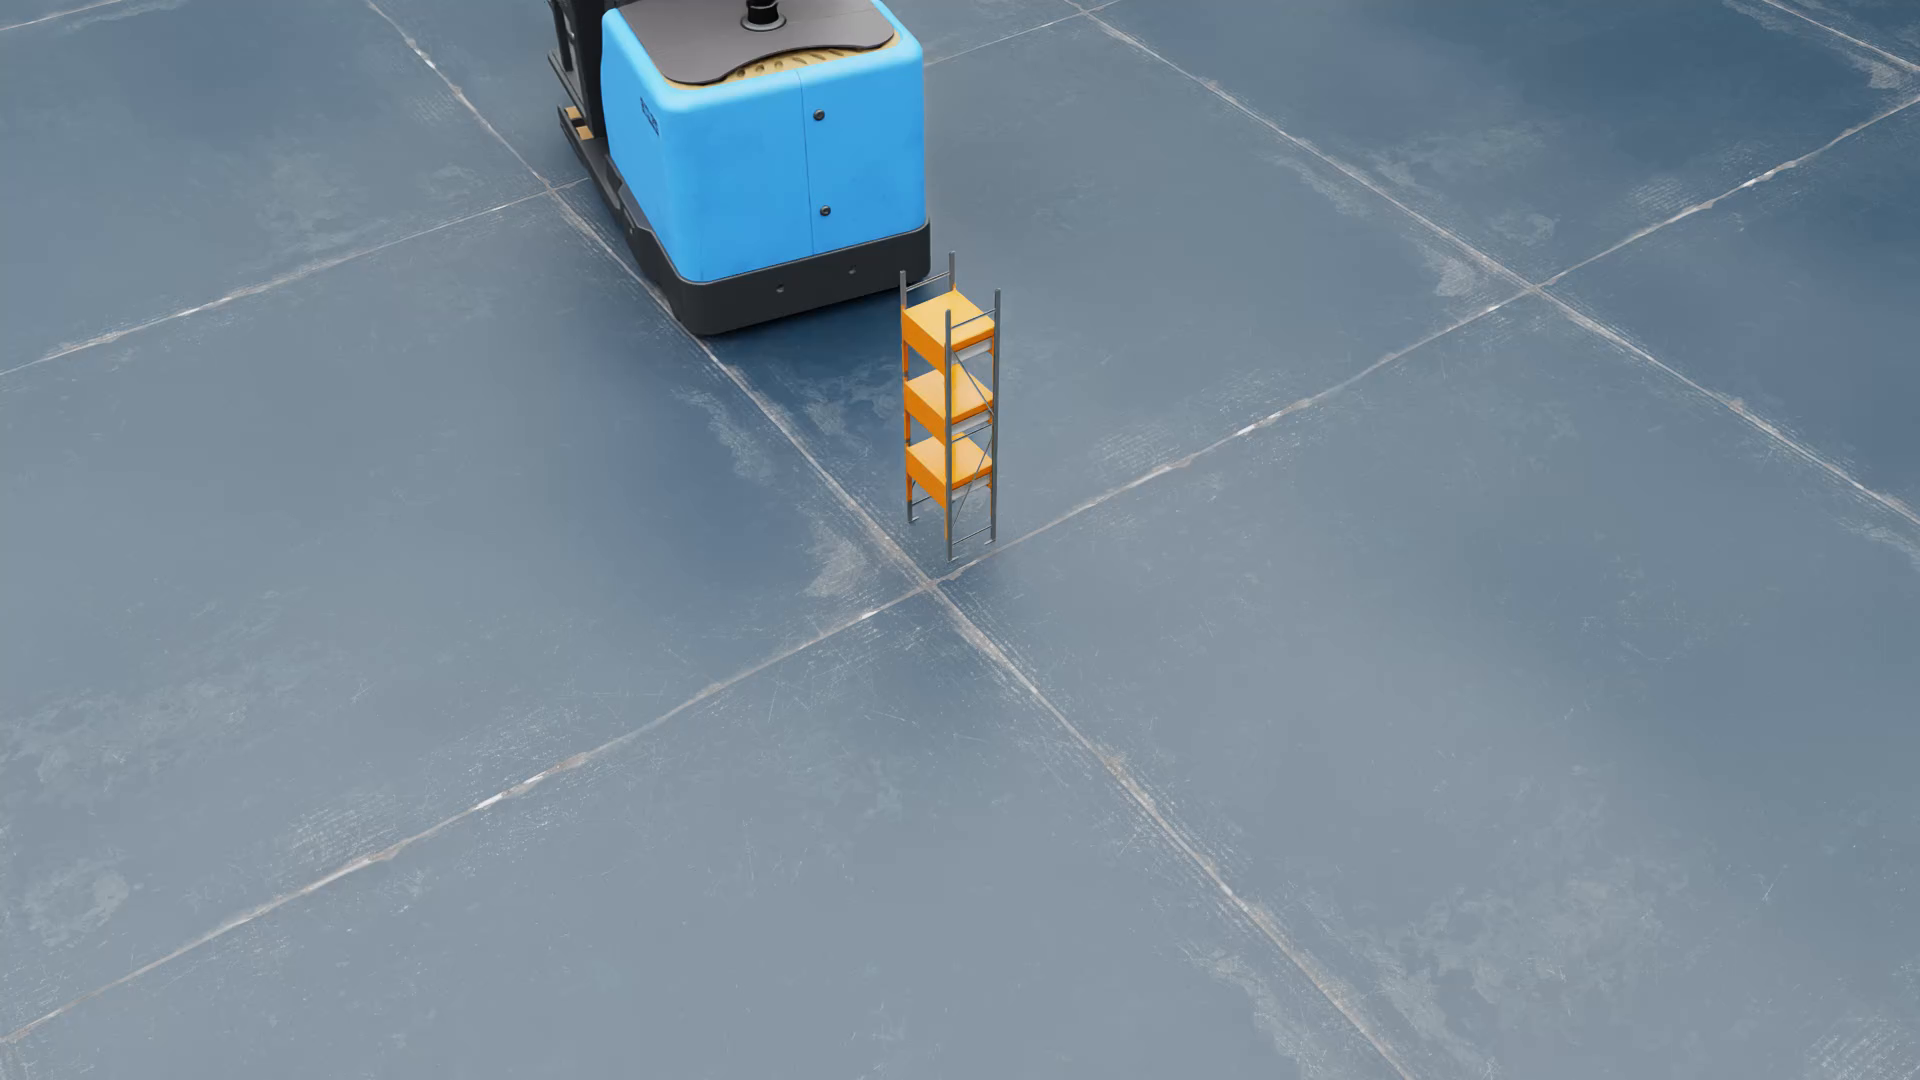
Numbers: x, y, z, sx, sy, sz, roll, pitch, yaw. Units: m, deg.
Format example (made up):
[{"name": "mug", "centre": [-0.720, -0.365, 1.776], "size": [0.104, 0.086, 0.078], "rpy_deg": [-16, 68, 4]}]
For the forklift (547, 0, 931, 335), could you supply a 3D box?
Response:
[{"name": "forklift", "centre": [-1.193, -2.883, 6.648], "size": [1.130, 2.935, 3.031], "rpy_deg": [-18, 46, -17]}]

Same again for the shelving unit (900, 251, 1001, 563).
[{"name": "shelving unit", "centre": [-0.031, -0.410, 5.419], "size": [0.215, 1.050, 0.252], "rpy_deg": [-26, 49, -24]}]

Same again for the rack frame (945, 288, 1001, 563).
[{"name": "rack frame", "centre": [0.039, -0.341, 5.347], "size": [0.200, 1.050, 0.008], "rpy_deg": [-26, 49, -24]}]

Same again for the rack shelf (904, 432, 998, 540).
[{"name": "rack shelf", "centre": [-0.031, -0.201, 5.618], "size": [0.215, 0.259, 0.240], "rpy_deg": [-26, 49, -24]}]

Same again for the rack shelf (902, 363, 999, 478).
[{"name": "rack shelf", "centre": [-0.031, -0.402, 5.427], "size": [0.215, 0.259, 0.240], "rpy_deg": [-26, 49, -24]}]

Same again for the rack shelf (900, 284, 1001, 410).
[{"name": "rack shelf", "centre": [-0.031, -0.608, 5.231], "size": [0.215, 0.259, 0.240], "rpy_deg": [-26, 49, -24]}]

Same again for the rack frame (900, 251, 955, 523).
[{"name": "rack frame", "centre": [-0.100, -0.479, 5.492], "size": [0.200, 1.050, 0.008], "rpy_deg": [-26, 49, -24]}]
